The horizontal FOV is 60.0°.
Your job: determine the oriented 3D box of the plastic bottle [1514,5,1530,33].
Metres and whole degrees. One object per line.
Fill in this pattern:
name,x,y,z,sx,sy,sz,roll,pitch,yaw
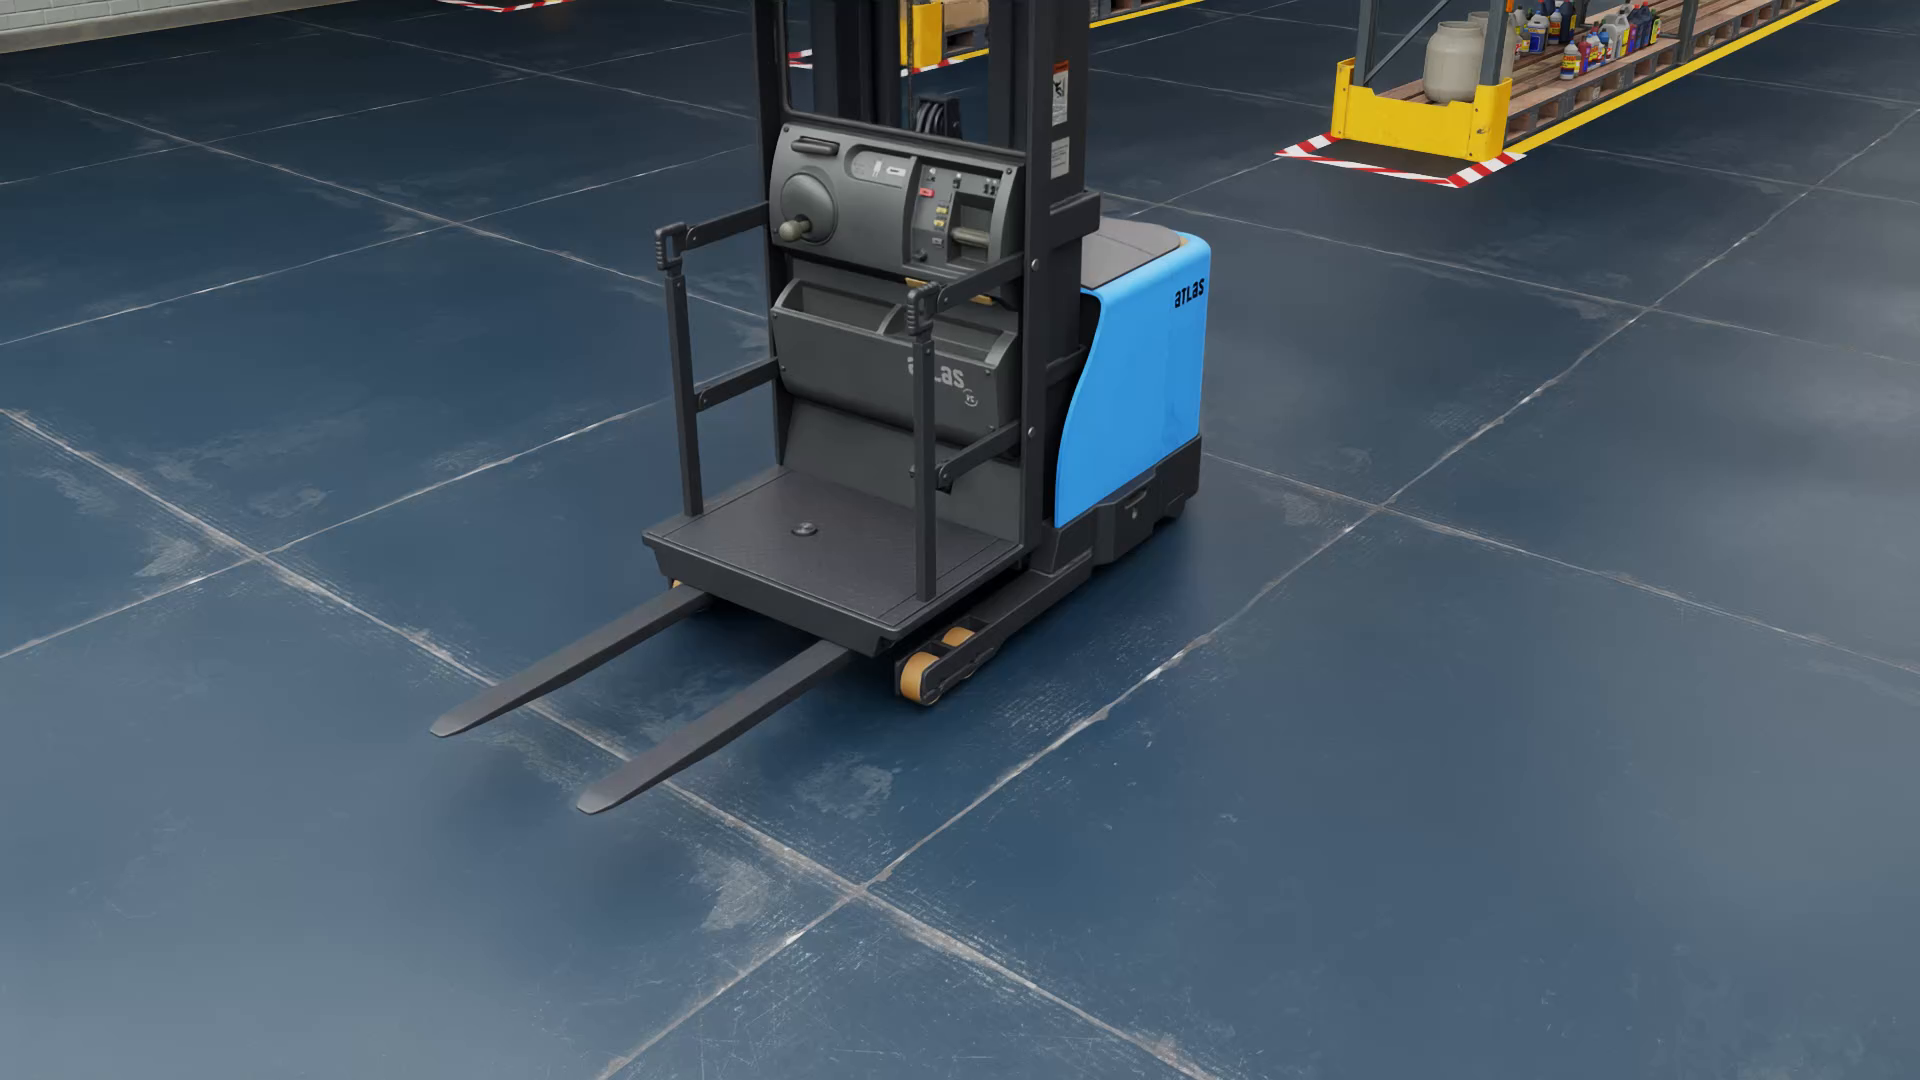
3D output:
plastic bottle,4.470,-4.101,13.316,0.144,0.351,0.185,20,34,34

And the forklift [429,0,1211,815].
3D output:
forklift,-0.347,-1.035,5.060,1.130,2.935,3.031,19,33,32

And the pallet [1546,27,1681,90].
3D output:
pallet,5.234,-4.000,13.752,1.003,0.211,1.213,21,34,34

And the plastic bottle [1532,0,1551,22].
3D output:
plastic bottle,4.740,-4.251,13.608,0.144,0.351,0.185,19,33,32

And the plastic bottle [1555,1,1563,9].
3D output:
plastic bottle,4.968,-4.343,13.865,0.152,0.276,0.135,22,35,36

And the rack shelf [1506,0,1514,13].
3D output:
rack shelf,4.422,-4.436,12.343,1.077,0.370,4.000,21,34,34

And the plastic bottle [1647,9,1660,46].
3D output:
plastic bottle,5.642,-4.186,13.555,0.061,0.283,0.133,23,35,37

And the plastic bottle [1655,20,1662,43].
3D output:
plastic bottle,5.703,-4.197,13.665,0.097,0.201,0.097,0,27,0

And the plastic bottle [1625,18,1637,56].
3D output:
plastic bottle,5.313,-4.003,13.200,0.061,0.283,0.133,23,35,38

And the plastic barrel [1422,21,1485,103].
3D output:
plastic barrel,3.509,-3.383,11.776,0.421,0.512,0.421,0,27,0

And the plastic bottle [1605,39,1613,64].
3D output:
plastic bottle,5.019,-3.815,12.928,0.097,0.201,0.097,0,27,0

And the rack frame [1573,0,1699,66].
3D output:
rack frame,5.694,-5.464,13.548,1.000,3.000,0.127,21,34,34

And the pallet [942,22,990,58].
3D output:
pallet,-0.216,-4.540,14.796,1.003,0.211,1.213,21,34,34

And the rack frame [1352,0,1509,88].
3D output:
rack frame,3.149,-4.046,10.807,1.000,3.000,0.127,21,34,34

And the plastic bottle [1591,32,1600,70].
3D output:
plastic bottle,4.825,-3.739,12.703,0.097,0.271,0.097,0,27,0

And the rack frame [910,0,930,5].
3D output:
rack frame,-0.670,-5.495,13.608,1.000,3.000,0.127,21,34,34

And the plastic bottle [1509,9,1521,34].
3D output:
plastic bottle,4.351,-4.035,13.189,0.144,0.351,0.185,22,35,36

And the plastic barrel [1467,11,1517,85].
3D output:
plastic barrel,3.828,-3.561,12.120,0.421,0.512,0.421,0,27,0

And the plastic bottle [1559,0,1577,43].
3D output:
plastic bottle,4.971,-4.276,13.656,0.144,0.351,0.185,21,34,34

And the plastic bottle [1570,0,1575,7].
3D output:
plastic bottle,5.153,-4.463,14.103,0.097,0.271,0.097,0,27,0

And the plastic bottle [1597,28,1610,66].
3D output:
plastic bottle,4.954,-3.810,12.842,0.097,0.271,0.097,0,27,0

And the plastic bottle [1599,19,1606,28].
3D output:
plastic bottle,5.084,-3.979,13.155,0.061,0.283,0.133,21,34,34

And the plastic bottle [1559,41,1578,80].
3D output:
plastic bottle,4.543,-3.582,12.399,0.097,0.271,0.097,0,27,0

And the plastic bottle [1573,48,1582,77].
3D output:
plastic bottle,4.609,-3.587,12.486,0.097,0.201,0.097,0,27,0

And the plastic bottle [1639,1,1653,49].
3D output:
plastic bottle,5.507,-4.171,13.452,0.144,0.351,0.185,20,33,33

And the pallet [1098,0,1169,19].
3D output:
pallet,1.336,-5.405,16.469,1.003,0.211,1.213,21,34,34

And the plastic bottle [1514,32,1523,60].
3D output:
plastic bottle,4.357,-3.879,13.050,0.097,0.201,0.097,0,27,0

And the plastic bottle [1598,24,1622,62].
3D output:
plastic bottle,5.073,-3.898,13.007,0.152,0.276,0.135,21,34,35

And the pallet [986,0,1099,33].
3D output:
pallet,0.560,-4.971,15.629,1.003,0.211,1.213,21,34,34

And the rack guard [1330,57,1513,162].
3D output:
rack guard,3.162,-2.977,11.460,1.175,0.500,0.348,21,34,34

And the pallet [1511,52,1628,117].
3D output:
pallet,4.459,-3.565,12.912,1.003,0.211,1.213,21,34,34

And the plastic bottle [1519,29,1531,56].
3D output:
plastic bottle,4.472,-3.949,13.185,0.097,0.201,0.097,0,27,0

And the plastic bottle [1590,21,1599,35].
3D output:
plastic bottle,4.990,-3.933,13.065,0.061,0.283,0.133,21,34,34

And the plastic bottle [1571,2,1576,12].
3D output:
plastic bottle,5.051,-4.315,13.804,0.061,0.283,0.133,21,34,34

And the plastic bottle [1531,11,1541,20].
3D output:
plastic bottle,4.675,-4.153,13.504,0.097,0.271,0.097,0,27,0

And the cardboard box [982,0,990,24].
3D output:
cardboard box,0.158,-4.764,14.730,0.500,0.250,0.500,21,34,34

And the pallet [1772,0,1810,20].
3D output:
pallet,7.715,-5.381,16.421,1.003,0.211,1.213,21,34,34

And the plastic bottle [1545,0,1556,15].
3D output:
plastic bottle,4.860,-4.318,13.737,0.144,0.351,0.185,22,34,36

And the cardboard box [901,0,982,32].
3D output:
cardboard box,-0.158,-4.586,14.385,0.500,0.250,0.500,21,34,34

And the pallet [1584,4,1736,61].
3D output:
pallet,6.163,-4.516,14.749,1.003,0.211,1.213,21,34,34

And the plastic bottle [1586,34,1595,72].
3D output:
plastic bottle,4.761,-3.703,12.634,0.097,0.271,0.097,0,27,0

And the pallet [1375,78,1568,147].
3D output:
pallet,3.682,-3.135,12.080,1.003,0.211,1.213,21,34,34

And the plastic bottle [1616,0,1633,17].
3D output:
plastic bottle,5.395,-4.213,13.533,0.144,0.351,0.185,21,34,34

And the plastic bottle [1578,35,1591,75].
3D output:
plastic bottle,4.701,-3.662,12.541,0.061,0.283,0.133,21,34,35

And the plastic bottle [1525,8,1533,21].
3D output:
plastic bottle,4.603,-4.175,13.534,0.061,0.283,0.133,23,35,37

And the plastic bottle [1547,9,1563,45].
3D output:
plastic bottle,4.861,-4.196,13.588,0.097,0.271,0.097,0,27,0

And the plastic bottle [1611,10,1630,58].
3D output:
plastic bottle,5.179,-3.988,13.099,0.144,0.351,0.185,21,34,34

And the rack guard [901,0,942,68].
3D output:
rack guard,-0.686,-4.376,14.166,1.175,0.500,0.348,21,34,34

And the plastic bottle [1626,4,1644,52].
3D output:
plastic bottle,5.384,-4.103,13.320,0.144,0.351,0.185,19,33,32

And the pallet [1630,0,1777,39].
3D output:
pallet,6.939,-4.950,15.589,1.003,0.211,1.213,21,34,34

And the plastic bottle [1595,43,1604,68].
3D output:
plastic bottle,4.888,-3.743,12.787,0.097,0.201,0.097,0,27,0

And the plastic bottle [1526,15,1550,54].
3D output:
plastic bottle,4.600,-4.033,13.267,0.152,0.276,0.135,21,34,34

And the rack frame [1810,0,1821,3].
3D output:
rack frame,8.238,-6.883,16.290,1.000,3.000,0.127,21,34,34

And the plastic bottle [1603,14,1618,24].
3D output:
plastic bottle,5.254,-4.104,13.404,0.152,0.276,0.135,21,34,34
